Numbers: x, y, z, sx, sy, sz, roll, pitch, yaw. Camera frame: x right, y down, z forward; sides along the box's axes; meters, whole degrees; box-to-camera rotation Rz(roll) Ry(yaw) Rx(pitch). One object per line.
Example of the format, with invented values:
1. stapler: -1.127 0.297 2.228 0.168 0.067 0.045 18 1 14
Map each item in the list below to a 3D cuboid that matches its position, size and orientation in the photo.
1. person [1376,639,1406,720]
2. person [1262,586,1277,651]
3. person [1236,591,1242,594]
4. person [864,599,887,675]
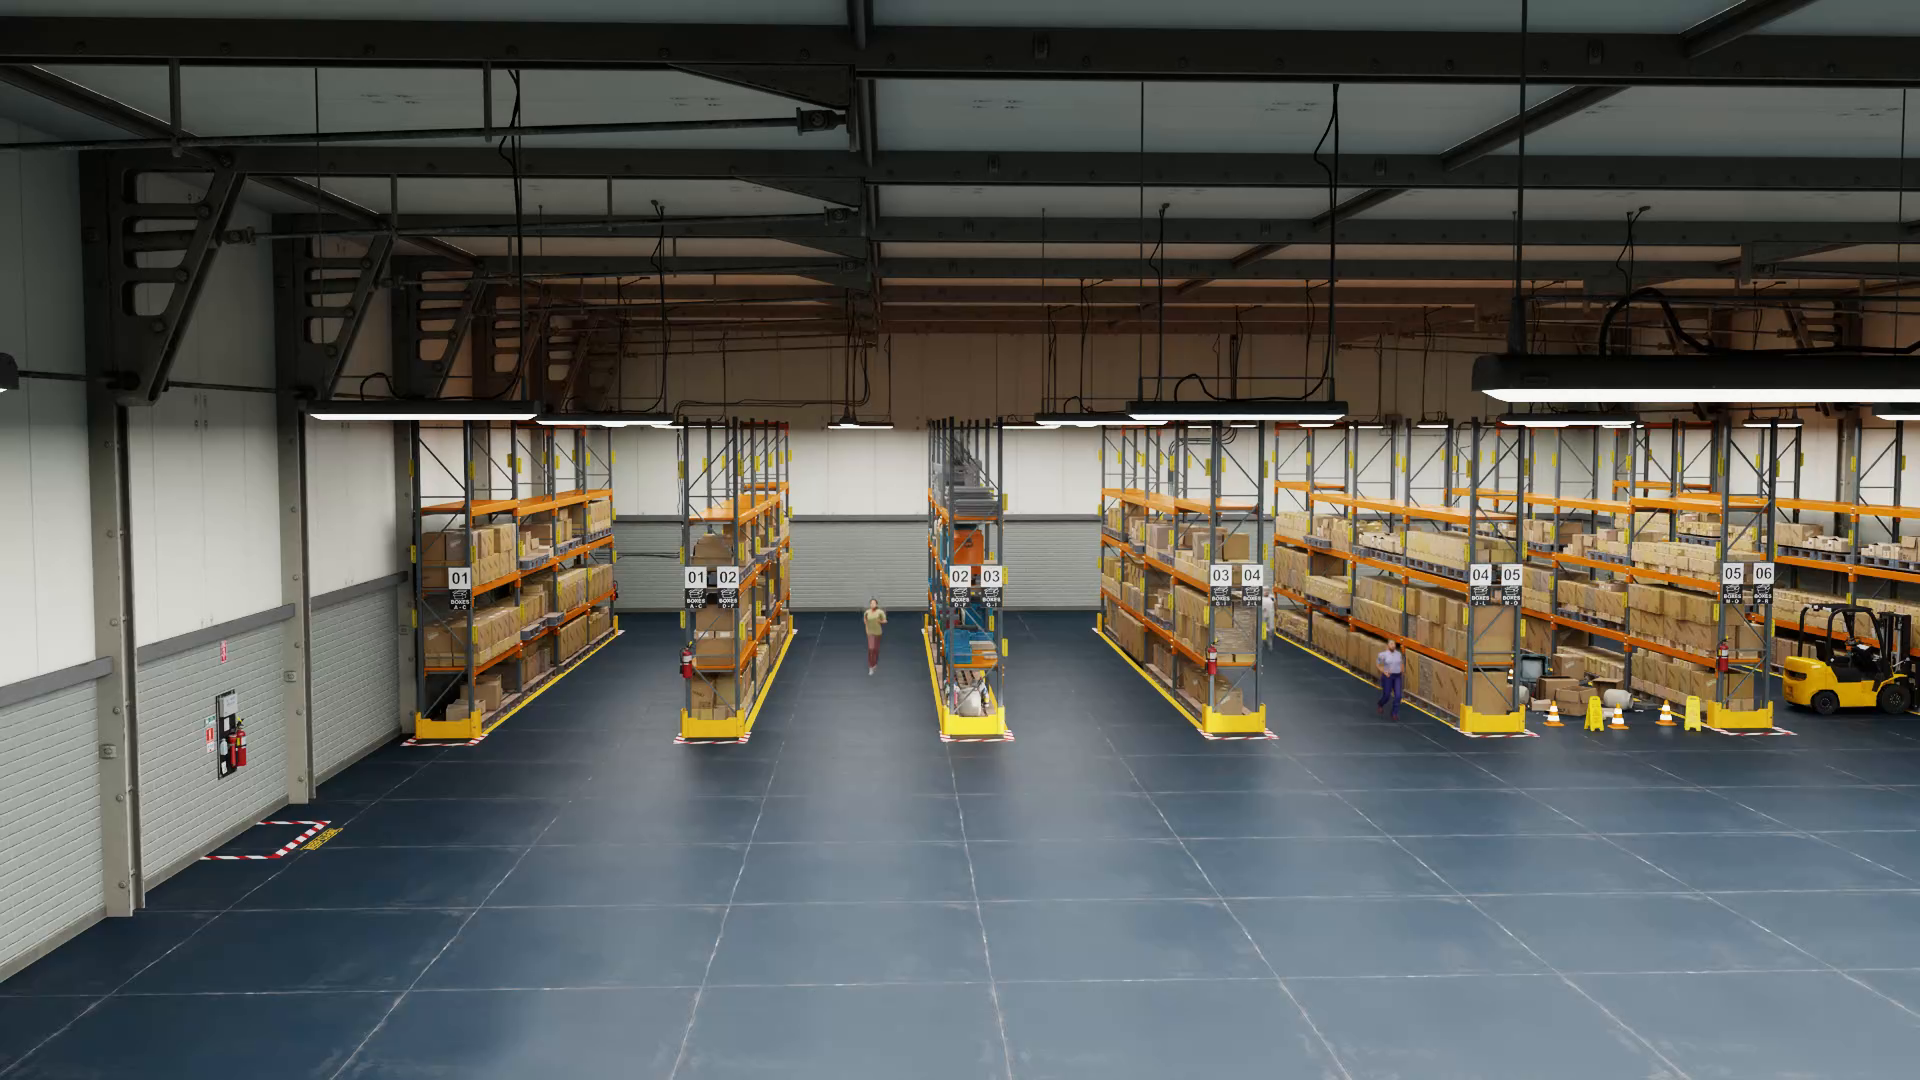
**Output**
1. person: 8.585 2.763 33.121 0.608 1.596 0.609 -1 4 -8
2. person: 8.050 2.057 43.715 0.608 1.719 0.745 0 4 0
3. person: 7.796 1.834 46.009 0.698 1.845 0.745 0 4 3
4. person: -1.950 2.214 38.325 0.547 1.723 0.734 0 4 -2
